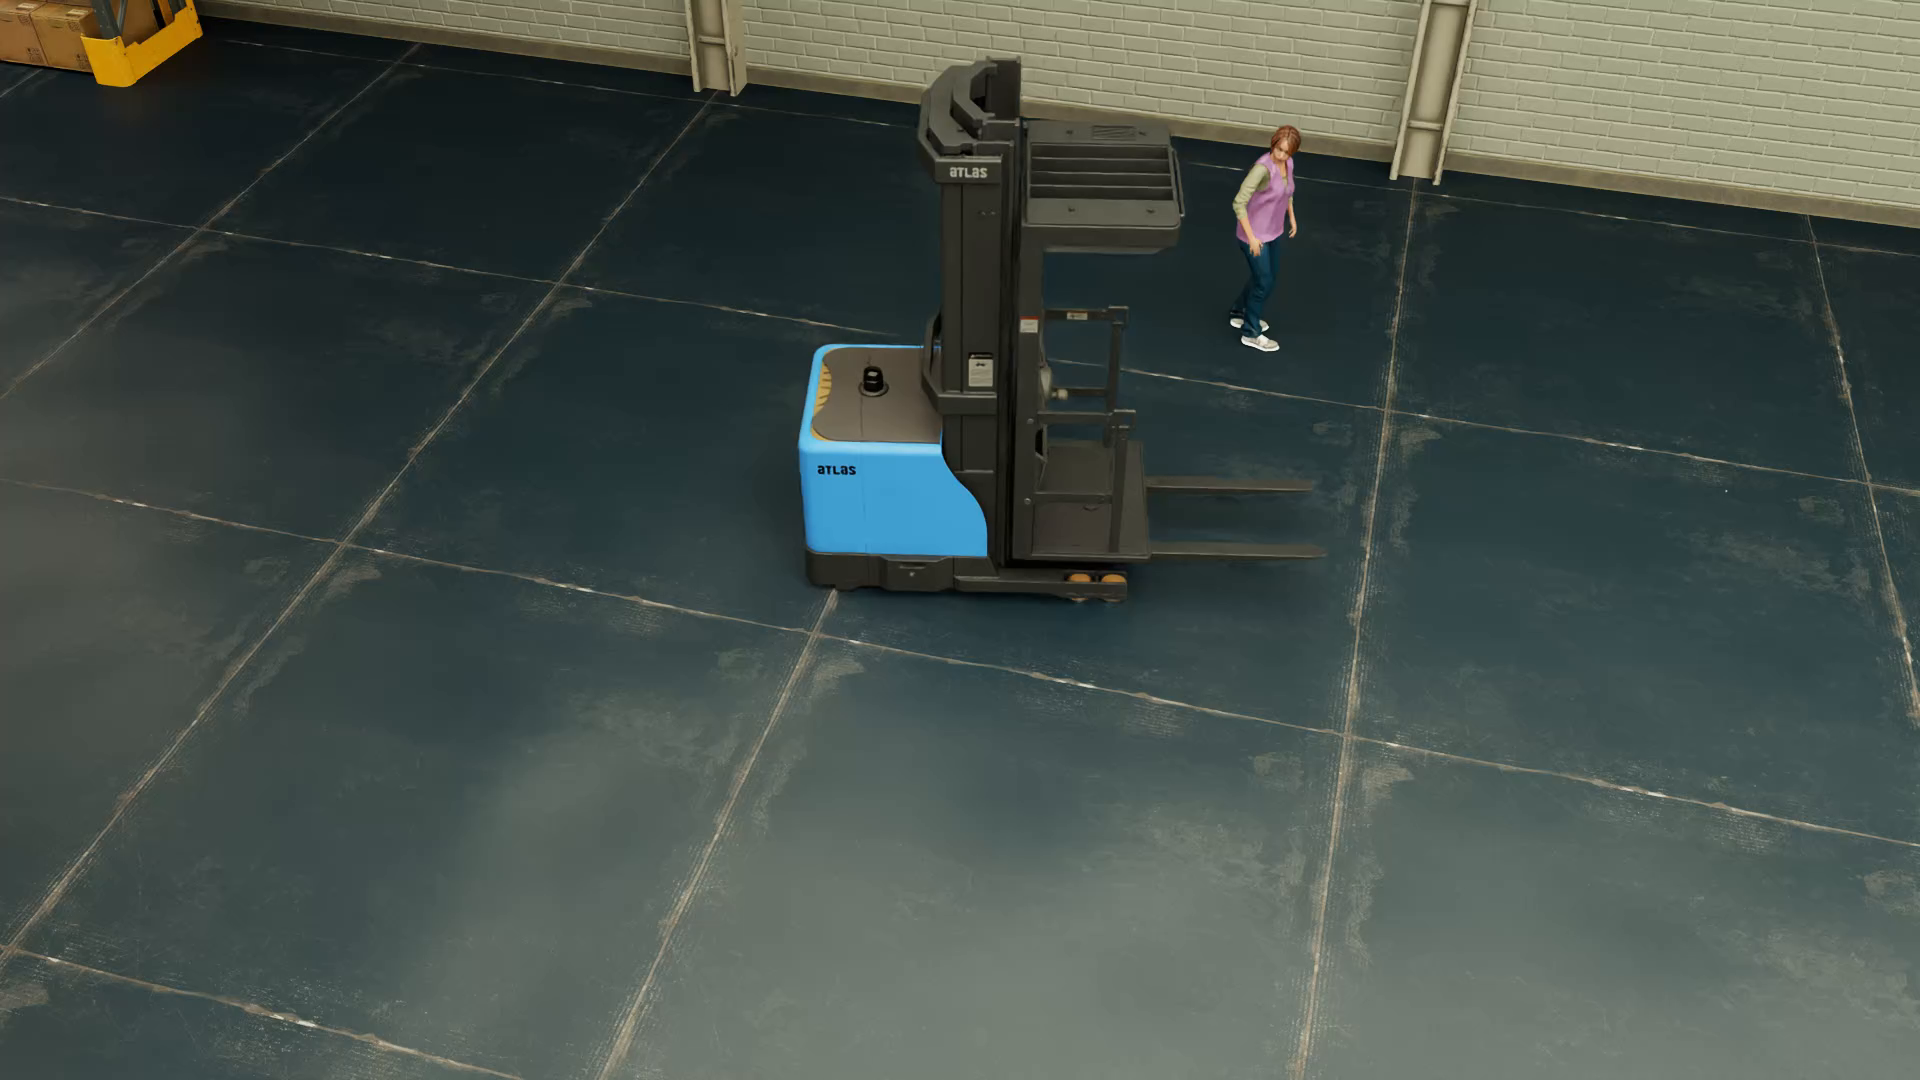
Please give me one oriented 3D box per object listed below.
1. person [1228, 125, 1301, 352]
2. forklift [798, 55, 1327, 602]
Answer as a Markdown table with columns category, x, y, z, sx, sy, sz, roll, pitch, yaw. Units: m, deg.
| category | x | y | z | sx | sy | sz | roll | pitch | yaw |
| --- | --- | --- | --- | --- | --- | --- | --- | --- | --- |
| person | 2.099 | -2.056 | 11.241 | 0.451 | 1.576 | 0.617 | 23 | 46 | 24 |
| forklift | 0.626 | -1.100 | 9.116 | 3.031 | 2.935 | 1.130 | 1 | 41 | 2 |
